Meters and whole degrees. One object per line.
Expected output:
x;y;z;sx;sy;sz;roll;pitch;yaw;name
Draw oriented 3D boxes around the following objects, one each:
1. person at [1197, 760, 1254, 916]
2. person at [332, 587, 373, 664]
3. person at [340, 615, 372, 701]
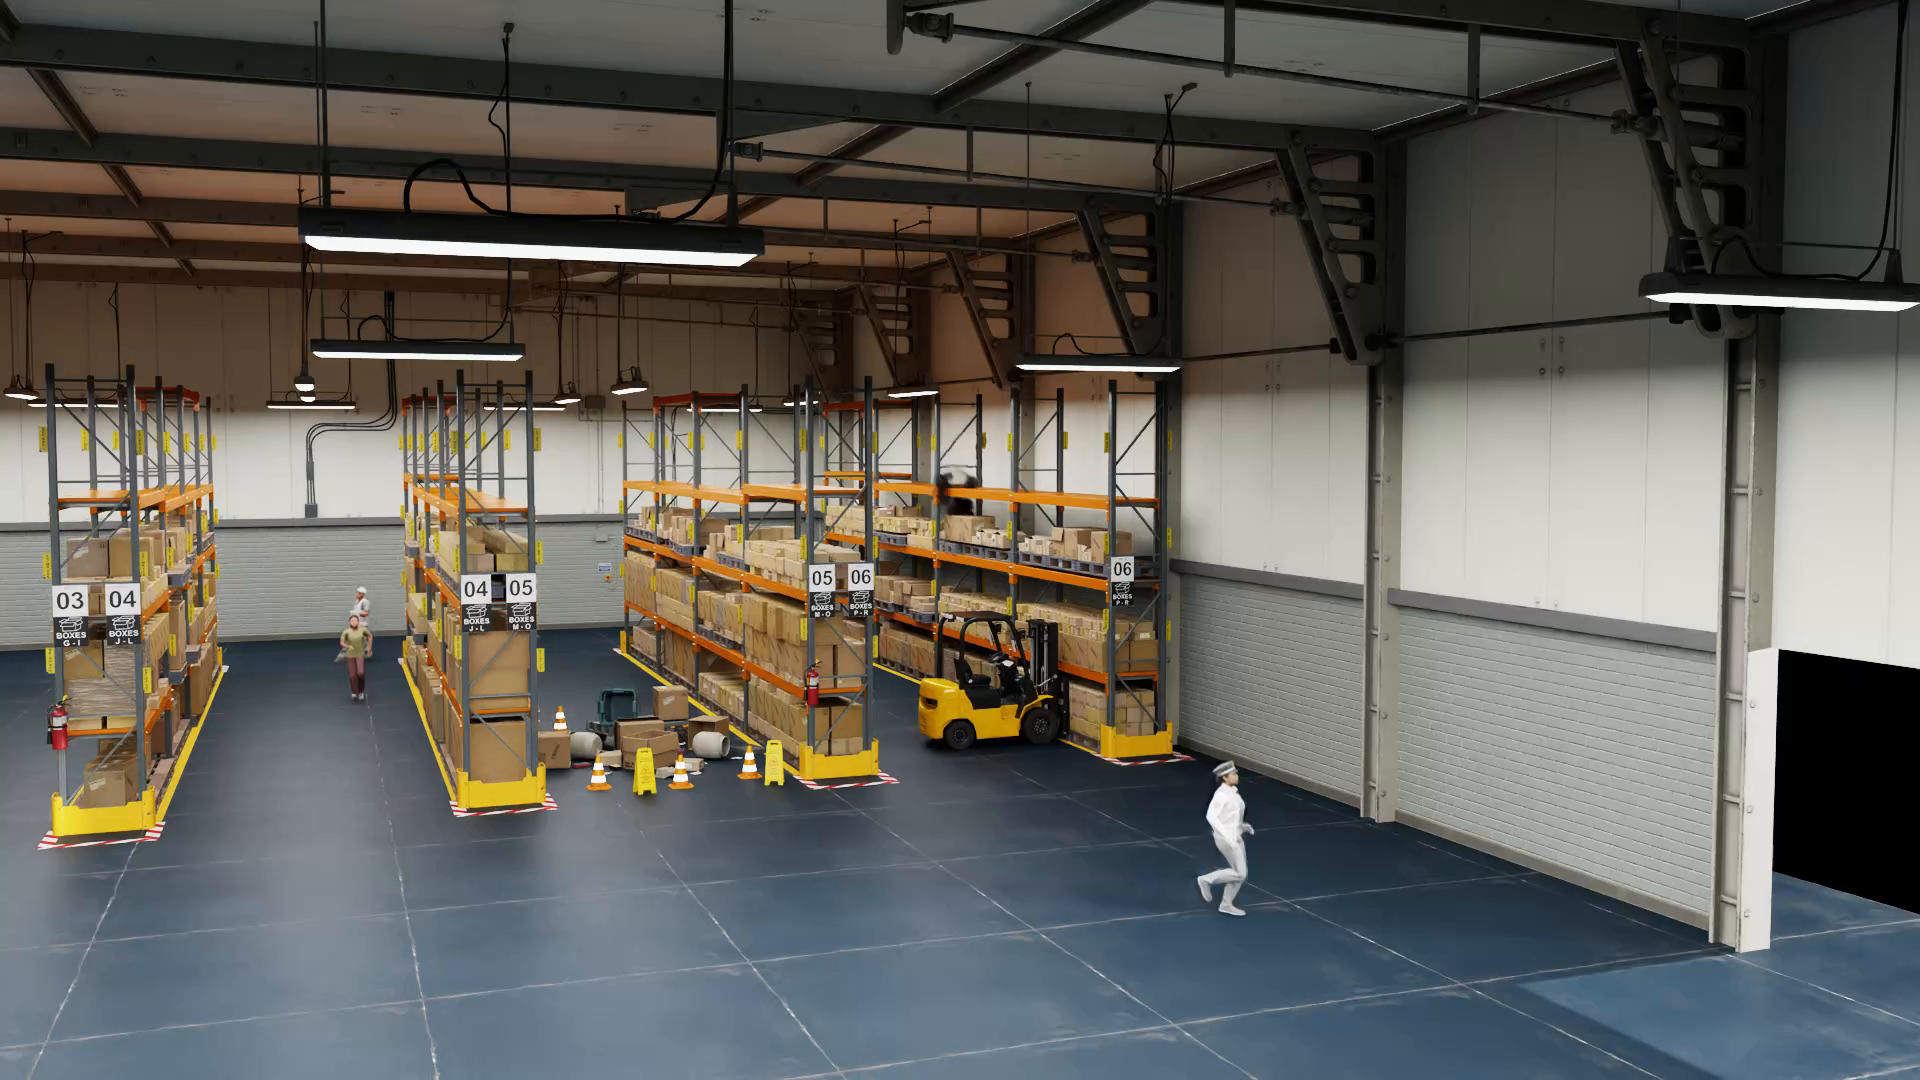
2.823;3.154;17.654;0.552;1.651;0.621;1;4;24;person
-13.745;1.937;37.953;0.678;1.712;0.976;2;4;34;person
-11.721;2.292;32.289;0.590;1.686;0.664;-1;4;-19;person
